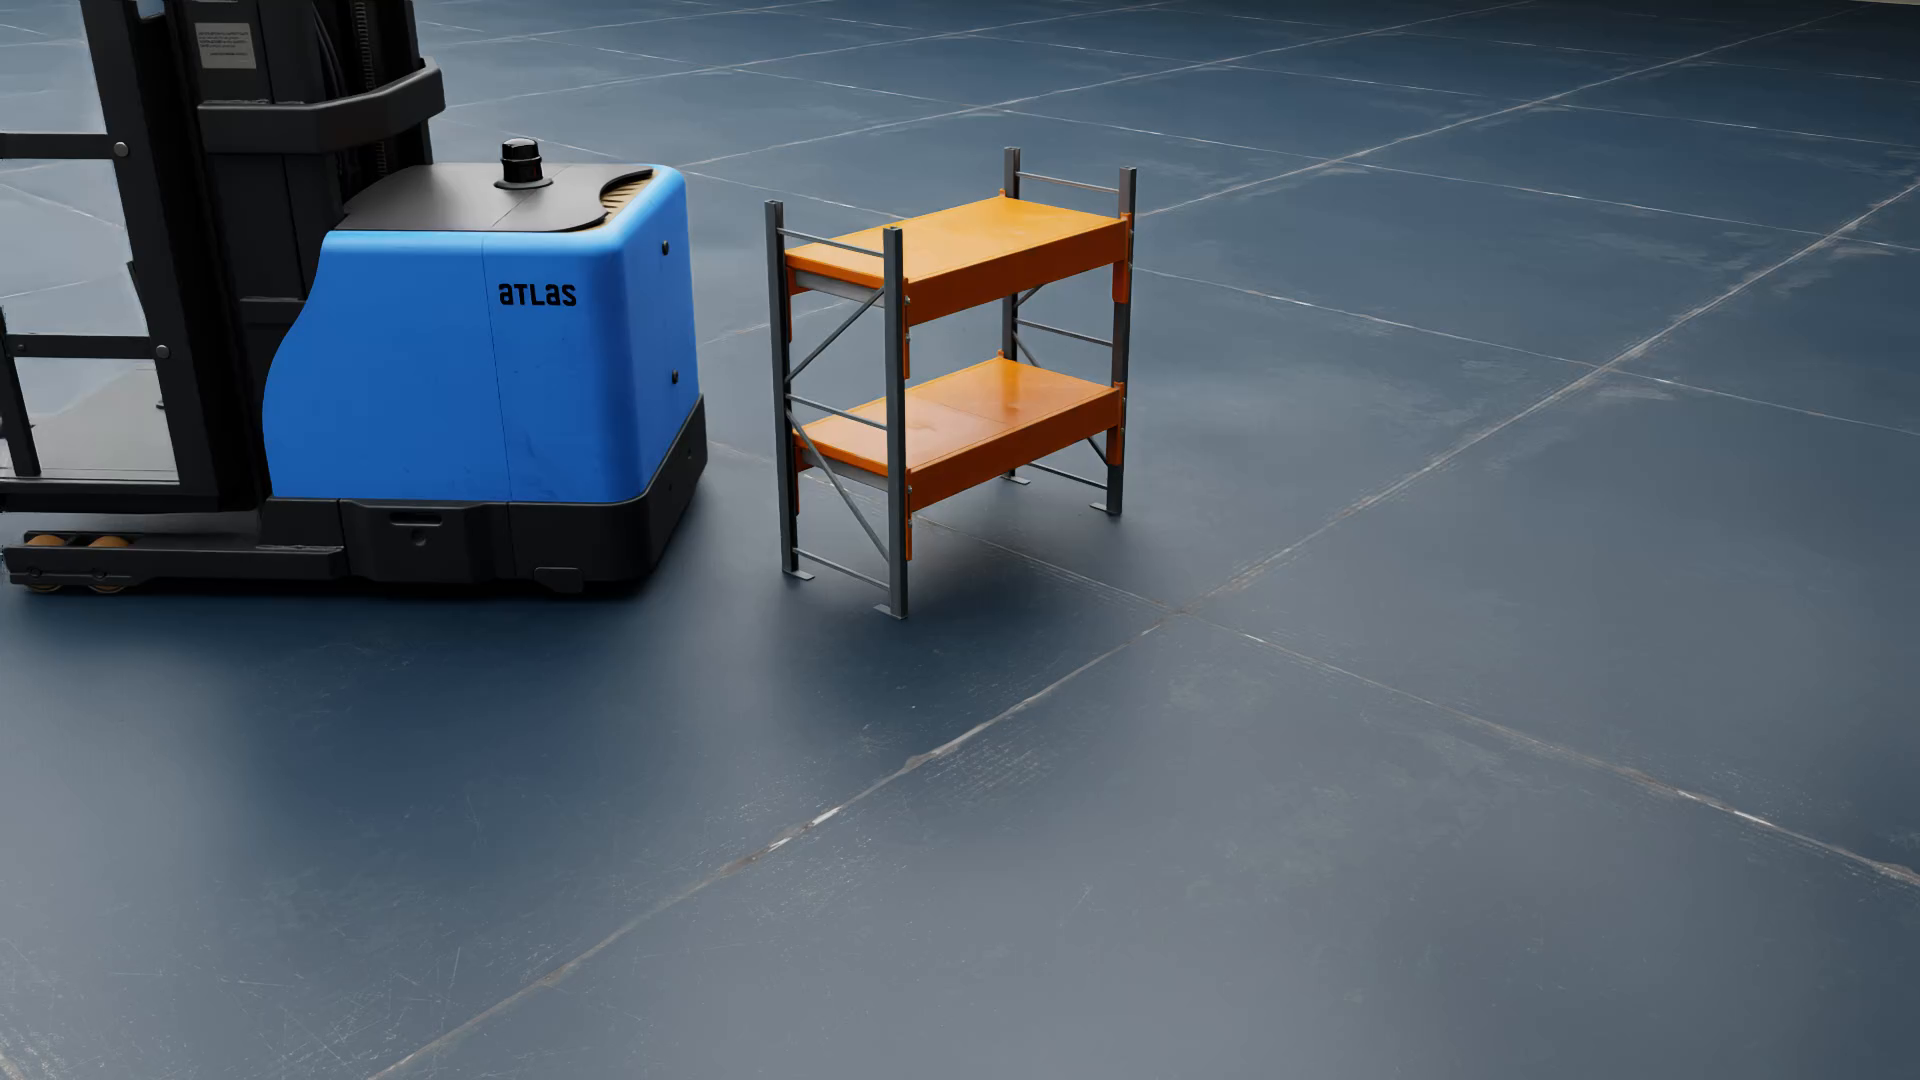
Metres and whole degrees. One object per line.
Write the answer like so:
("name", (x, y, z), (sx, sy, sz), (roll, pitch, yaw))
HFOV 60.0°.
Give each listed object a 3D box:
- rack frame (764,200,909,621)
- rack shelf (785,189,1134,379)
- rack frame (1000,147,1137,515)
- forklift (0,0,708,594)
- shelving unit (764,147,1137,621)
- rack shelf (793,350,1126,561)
("rack frame", (-0.344, -0.356, 4.670), (0.500, 1.125, 0.032), (20, 31, 38))
("rack shelf", (-0.005, -0.778, 4.896), (0.538, 0.278, 1.000), (20, 31, 38))
("rack frame", (0.335, -0.666, 5.361), (0.500, 1.125, 0.032), (20, 31, 38))
("forklift", (-2.393, -1.393, 4.775), (3.031, 2.935, 1.130), (1, 24, 3))
("shelving unit", (-0.005, -0.511, 5.015), (0.538, 1.125, 1.048), (20, 31, 38))
("rack shelf", (-0.005, -0.288, 5.115), (0.538, 0.278, 1.000), (20, 31, 38))
